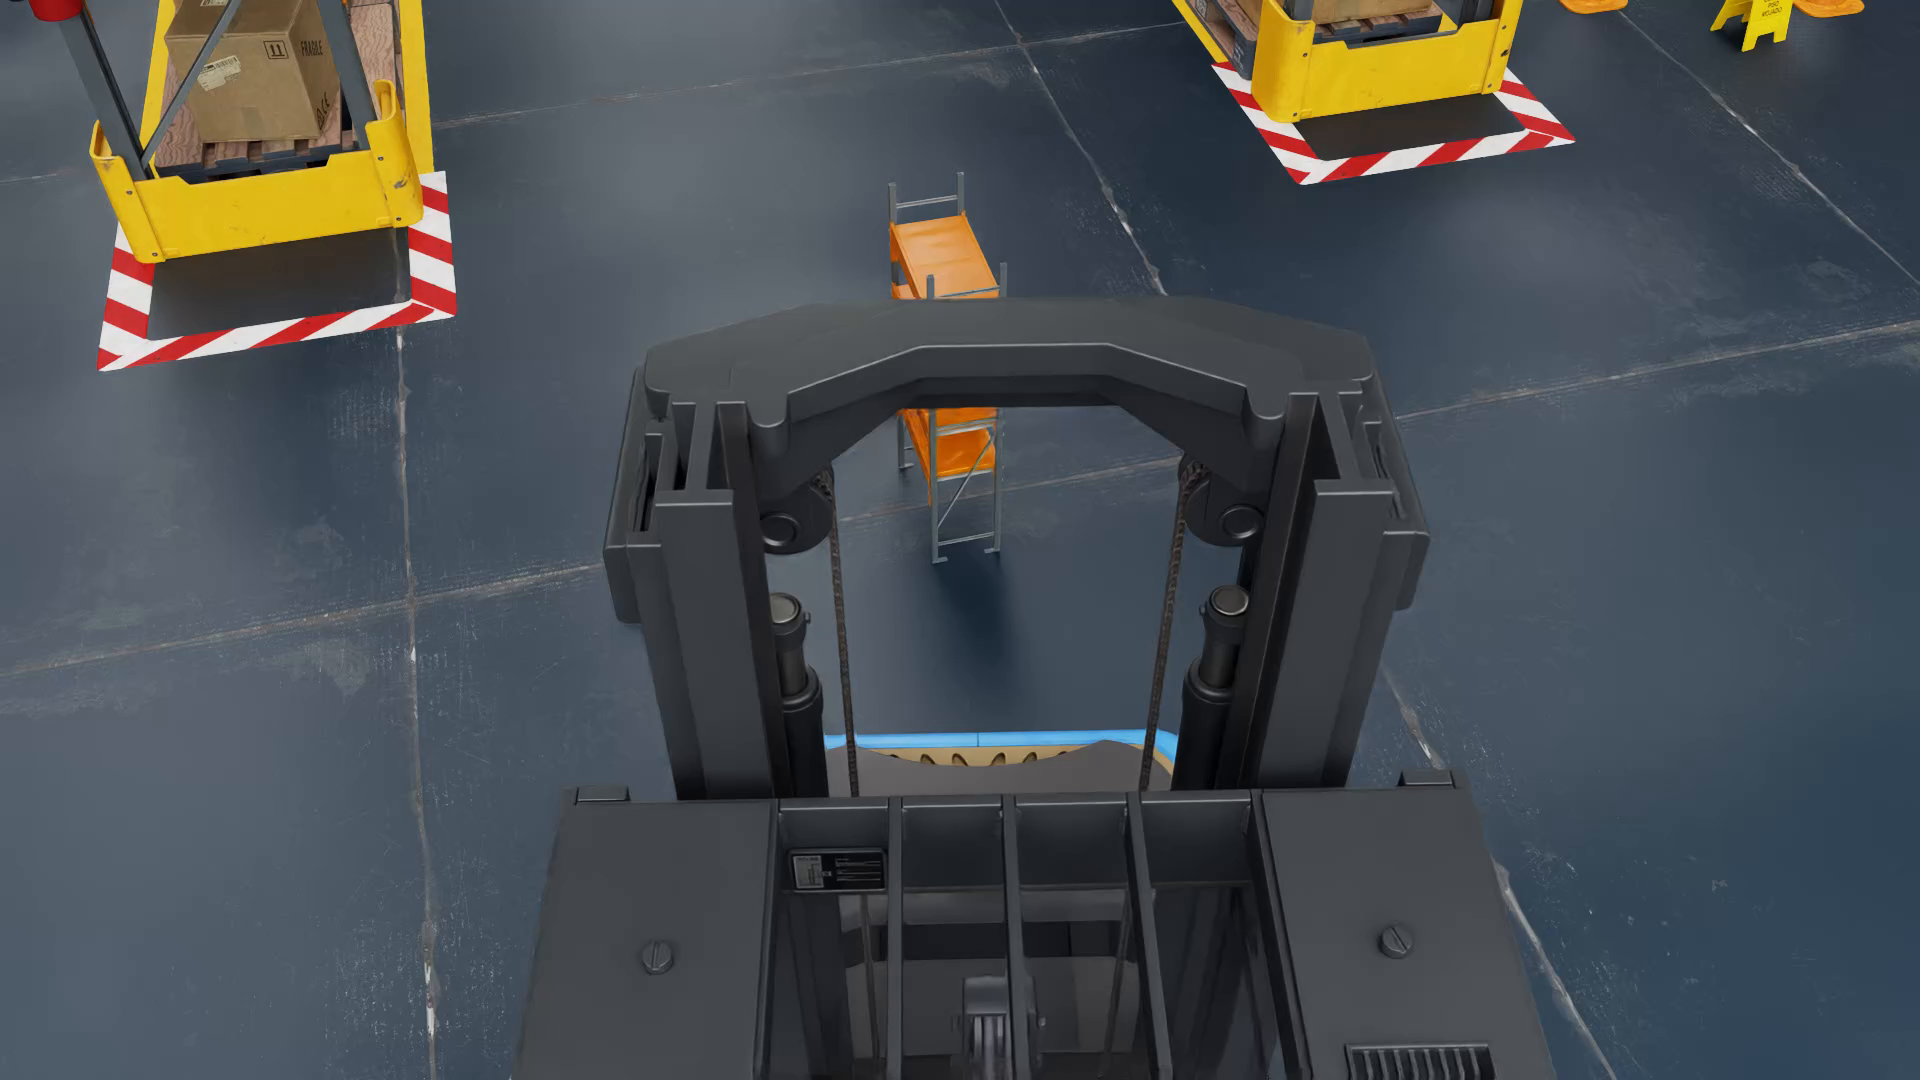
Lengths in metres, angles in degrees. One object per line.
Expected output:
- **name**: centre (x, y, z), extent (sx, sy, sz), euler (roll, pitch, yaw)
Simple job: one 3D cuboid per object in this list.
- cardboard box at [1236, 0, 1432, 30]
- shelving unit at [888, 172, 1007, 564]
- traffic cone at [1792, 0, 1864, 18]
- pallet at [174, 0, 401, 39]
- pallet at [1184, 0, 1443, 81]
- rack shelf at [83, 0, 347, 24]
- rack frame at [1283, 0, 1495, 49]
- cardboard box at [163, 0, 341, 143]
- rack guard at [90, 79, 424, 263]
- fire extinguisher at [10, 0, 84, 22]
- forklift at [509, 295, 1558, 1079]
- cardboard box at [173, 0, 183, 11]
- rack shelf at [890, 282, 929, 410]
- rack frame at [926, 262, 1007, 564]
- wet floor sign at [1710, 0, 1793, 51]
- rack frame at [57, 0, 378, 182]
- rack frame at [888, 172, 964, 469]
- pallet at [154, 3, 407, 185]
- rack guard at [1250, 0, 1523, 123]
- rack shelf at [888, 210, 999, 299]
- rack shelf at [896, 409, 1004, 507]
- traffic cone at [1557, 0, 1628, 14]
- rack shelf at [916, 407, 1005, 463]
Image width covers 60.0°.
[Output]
- **cardboard box**: centre (1.715, -3.051, 7.834), extent (0.875, 0.875, 0.875), euler (-10, 47, -10)
- **shelving unit**: centre (-0.042, -0.534, 5.433), extent (0.258, 1.200, 0.503), euler (-11, 47, -10)
- **traffic cone**: centre (4.368, -2.902, 8.270), extent (0.336, 0.463, 0.334), euler (-11, 47, -10)
- **pallet**: centre (-3.370, -2.839, 8.385), extent (1.003, 0.211, 1.213), euler (-11, 47, -10)
- **pallet**: centre (1.672, -2.754, 8.301), extent (1.003, 0.211, 1.213), euler (-11, 47, -10)
- **rack shelf**: centre (-3.380, -3.484, 7.568), extent (1.077, 0.370, 4.000), euler (-11, 47, -10)
- **rack frame**: centre (1.952, -3.192, 6.778), extent (1.000, 3.000, 0.127), euler (-11, 47, -10)
- **cardboard box**: centre (-3.012, -2.061, 7.126), extent (0.500, 0.500, 0.500), euler (-3, 46, -3)
- **rack guard**: centre (-2.888, -1.532, 6.902), extent (1.175, 0.500, 0.348), euler (-11, 47, -10)
- **fire extinguisher**: centre (-3.284, -2.165, 5.825), extent (0.296, 0.674, 0.183), euler (-11, 47, -10)
- **forklift**: centre (0.075, 1.221, 2.501), extent (1.130, 2.935, 3.031), euler (-1, 46, -1)
- **cardboard box**: centre (-3.198, -2.468, 7.524), extent (0.500, 0.500, 0.500), euler (0, 46, 0)
- **rack shelf**: centre (-0.042, -0.644, 5.322), extent (0.258, 0.148, 0.480), euler (-11, 47, -10)
- **rack frame**: centre (0.020, -0.366, 5.268), extent (0.240, 1.200, 0.015), euler (-11, 47, -10)
- **wet floor sign**: centre (3.874, -2.710, 7.954), extent (0.267, 0.644, 0.232), euler (-18, 48, -17)
- **rack frame**: centre (-2.868, -2.355, 5.958), extent (1.000, 3.000, 0.127), euler (-11, 47, -10)
- **rack frame**: centre (-0.105, -0.703, 5.599), extent (0.240, 1.200, 0.015), euler (-11, 47, -10)
- **pallet**: centre (-3.062, -1.999, 7.561), extent (1.003, 0.211, 1.213), euler (-11, 47, -10)
- **rack guard**: centre (1.958, -2.300, 7.654), extent (1.175, 0.500, 0.348), euler (-11, 47, -10)
- **rack shelf**: centre (-0.042, -0.809, 5.153), extent (0.258, 0.148, 0.480), euler (-11, 47, -10)
- **rack shelf**: centre (-0.042, -0.348, 5.623), extent (0.258, 0.148, 0.480), euler (-11, 47, -10)
- **traffic cone**: centre (3.189, -2.930, 8.298), extent (0.336, 0.463, 0.334), euler (-11, 47, -10)
- **rack shelf**: centre (-0.042, -0.487, 5.482), extent (0.258, 0.148, 0.480), euler (-11, 47, -10)
